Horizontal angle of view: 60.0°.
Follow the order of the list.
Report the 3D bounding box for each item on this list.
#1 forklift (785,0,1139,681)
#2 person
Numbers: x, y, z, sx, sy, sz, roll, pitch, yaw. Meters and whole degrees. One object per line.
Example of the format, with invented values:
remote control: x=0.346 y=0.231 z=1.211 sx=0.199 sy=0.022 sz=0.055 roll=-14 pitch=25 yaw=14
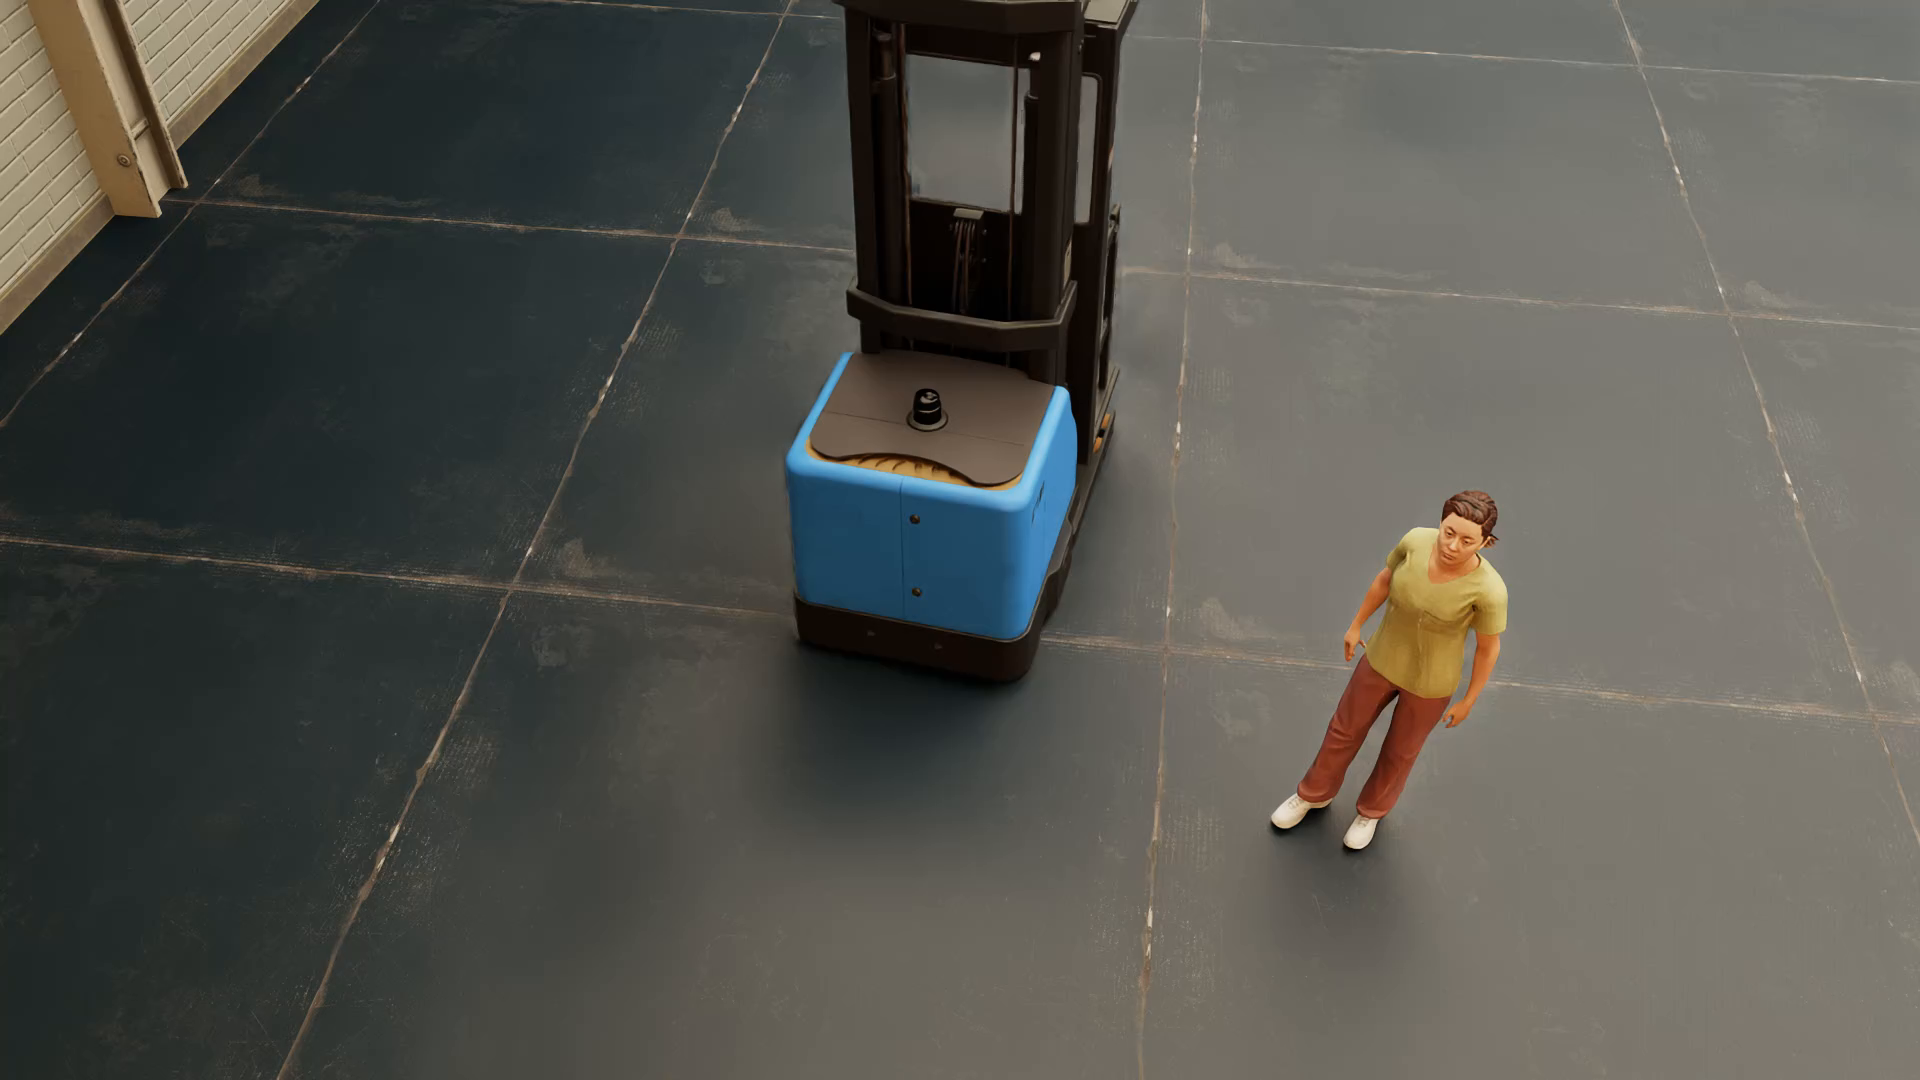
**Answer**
forklift: x=0.157 y=-1.488 z=7.344 sx=1.130 sy=2.935 sz=3.031 roll=10 pitch=44 yaw=11
person: x=1.607 y=0.513 z=6.084 sx=0.551 sy=1.674 sz=0.550 roll=33 pitch=52 yaw=31
